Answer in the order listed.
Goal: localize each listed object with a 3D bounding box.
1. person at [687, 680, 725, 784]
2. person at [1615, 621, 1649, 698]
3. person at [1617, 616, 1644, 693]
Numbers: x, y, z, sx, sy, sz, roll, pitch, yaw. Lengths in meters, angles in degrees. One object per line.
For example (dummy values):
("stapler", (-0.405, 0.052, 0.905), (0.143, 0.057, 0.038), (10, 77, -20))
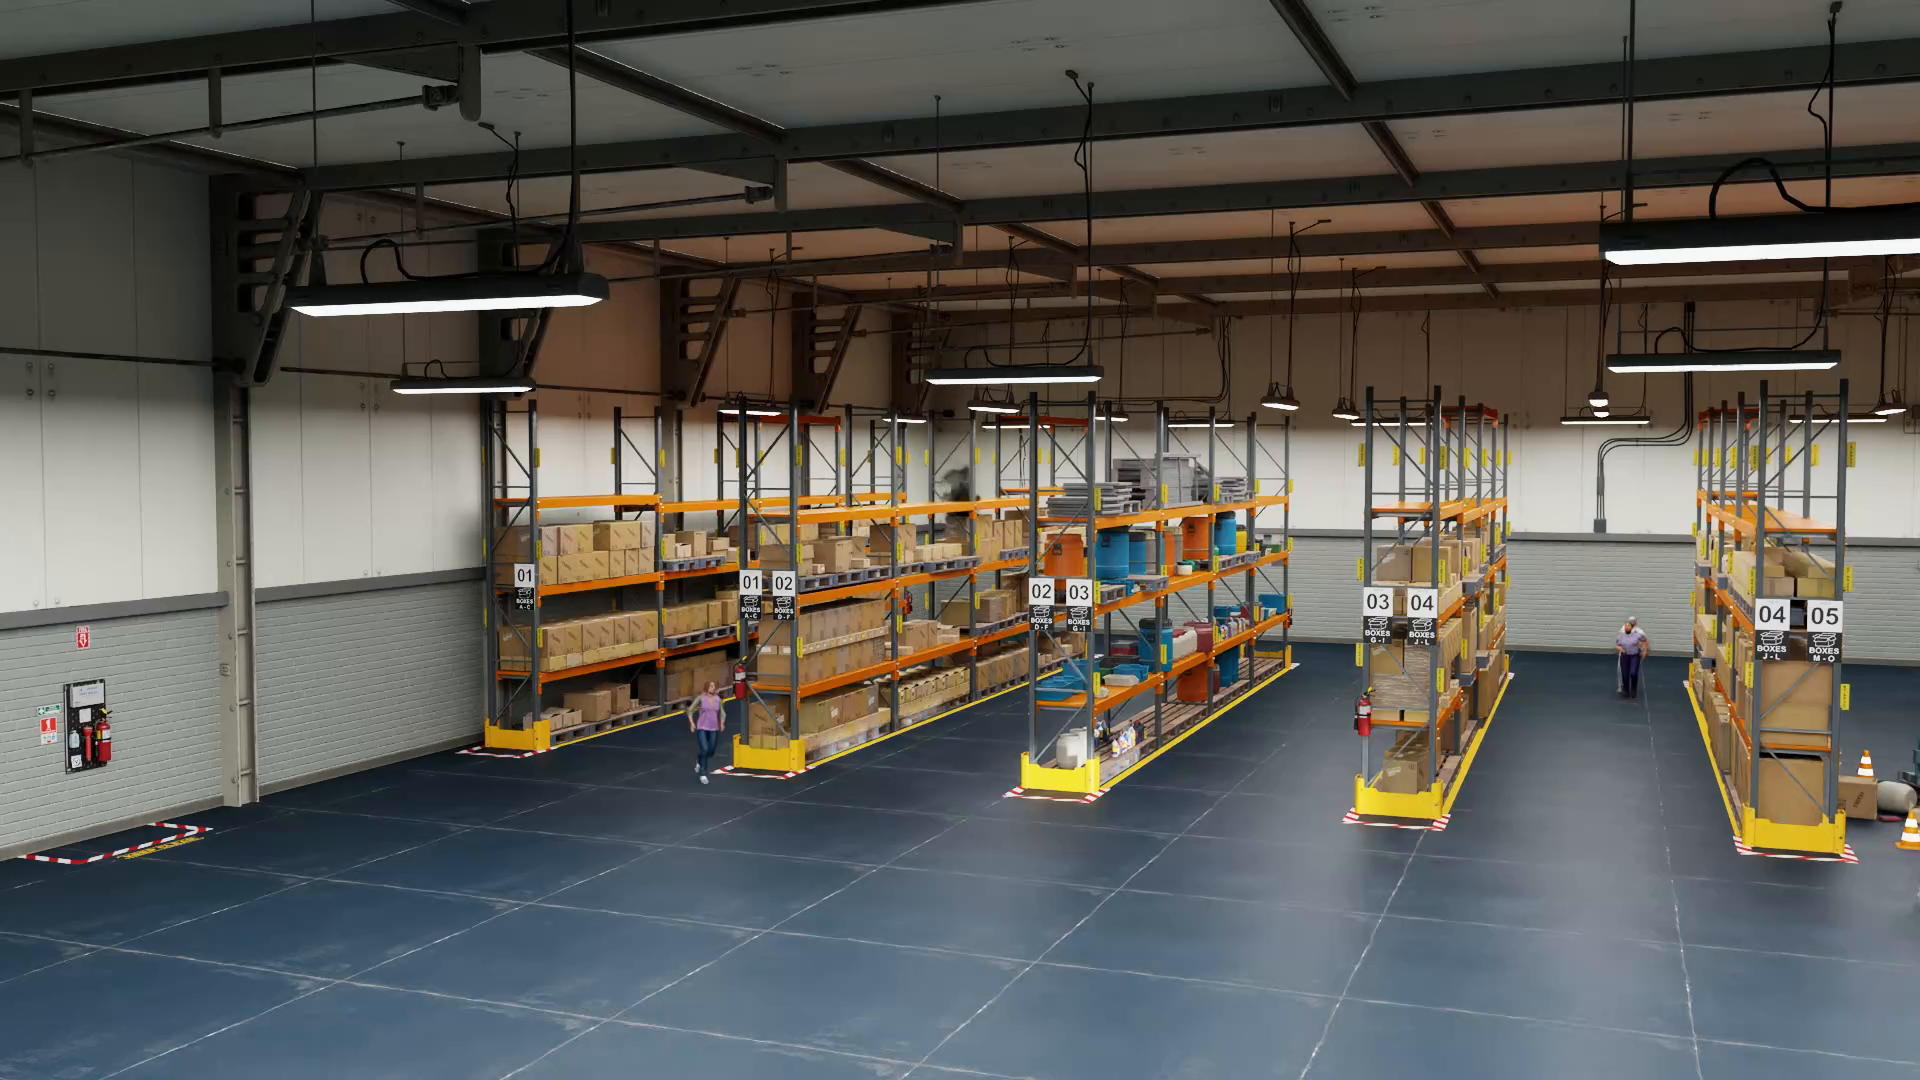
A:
("person", (-3.929, 2.965, 25.847), (0.594, 1.565, 0.592), (-1, 3, -24))
("person", (13.906, 2.486, 34.473), (0.621, 1.589, 0.800), (2, 3, 32))
("person", (14.409, 2.435, 35.700), (0.586, 1.636, 0.935), (2, 3, 32))
